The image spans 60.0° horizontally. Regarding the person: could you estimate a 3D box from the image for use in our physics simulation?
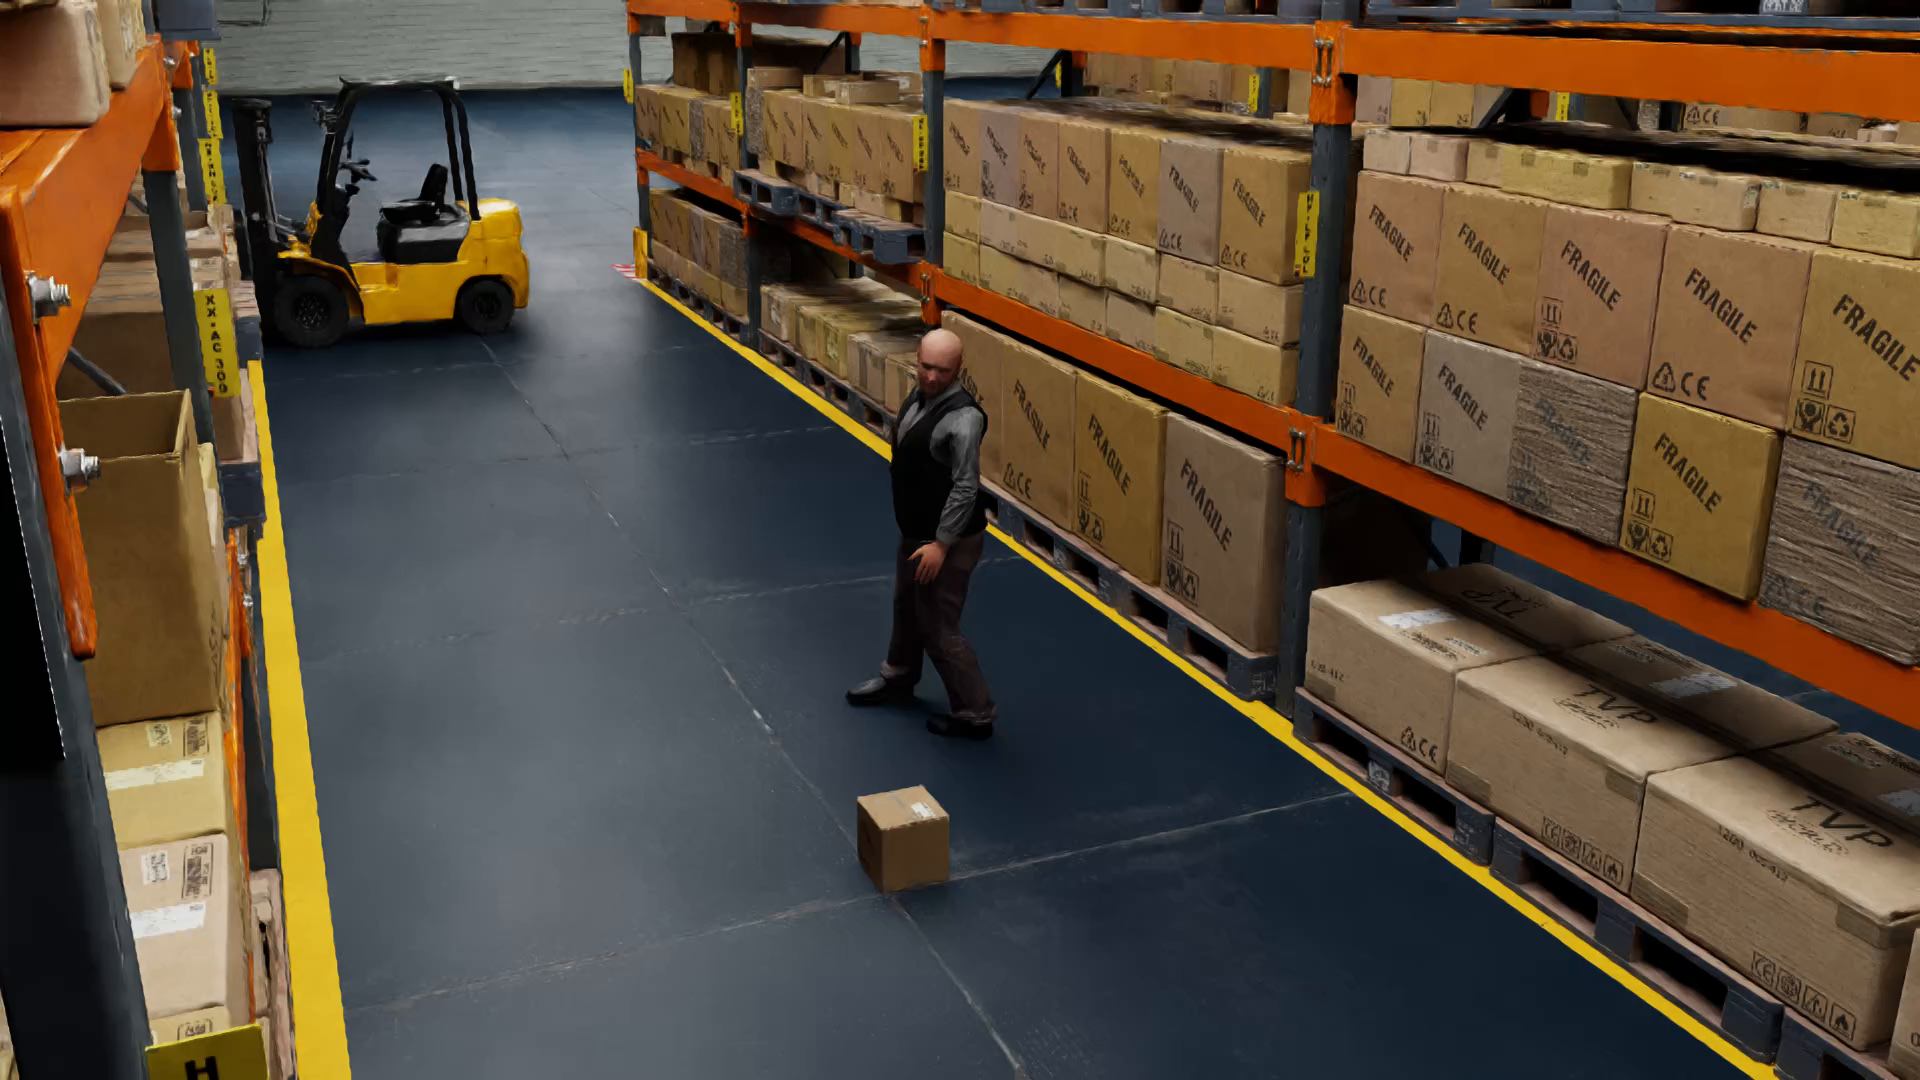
[{"bbox_3d":[-0.162,-0.029,6.739,0.551,1.714,0.661,-4,19,-13],"label":"person"}]
